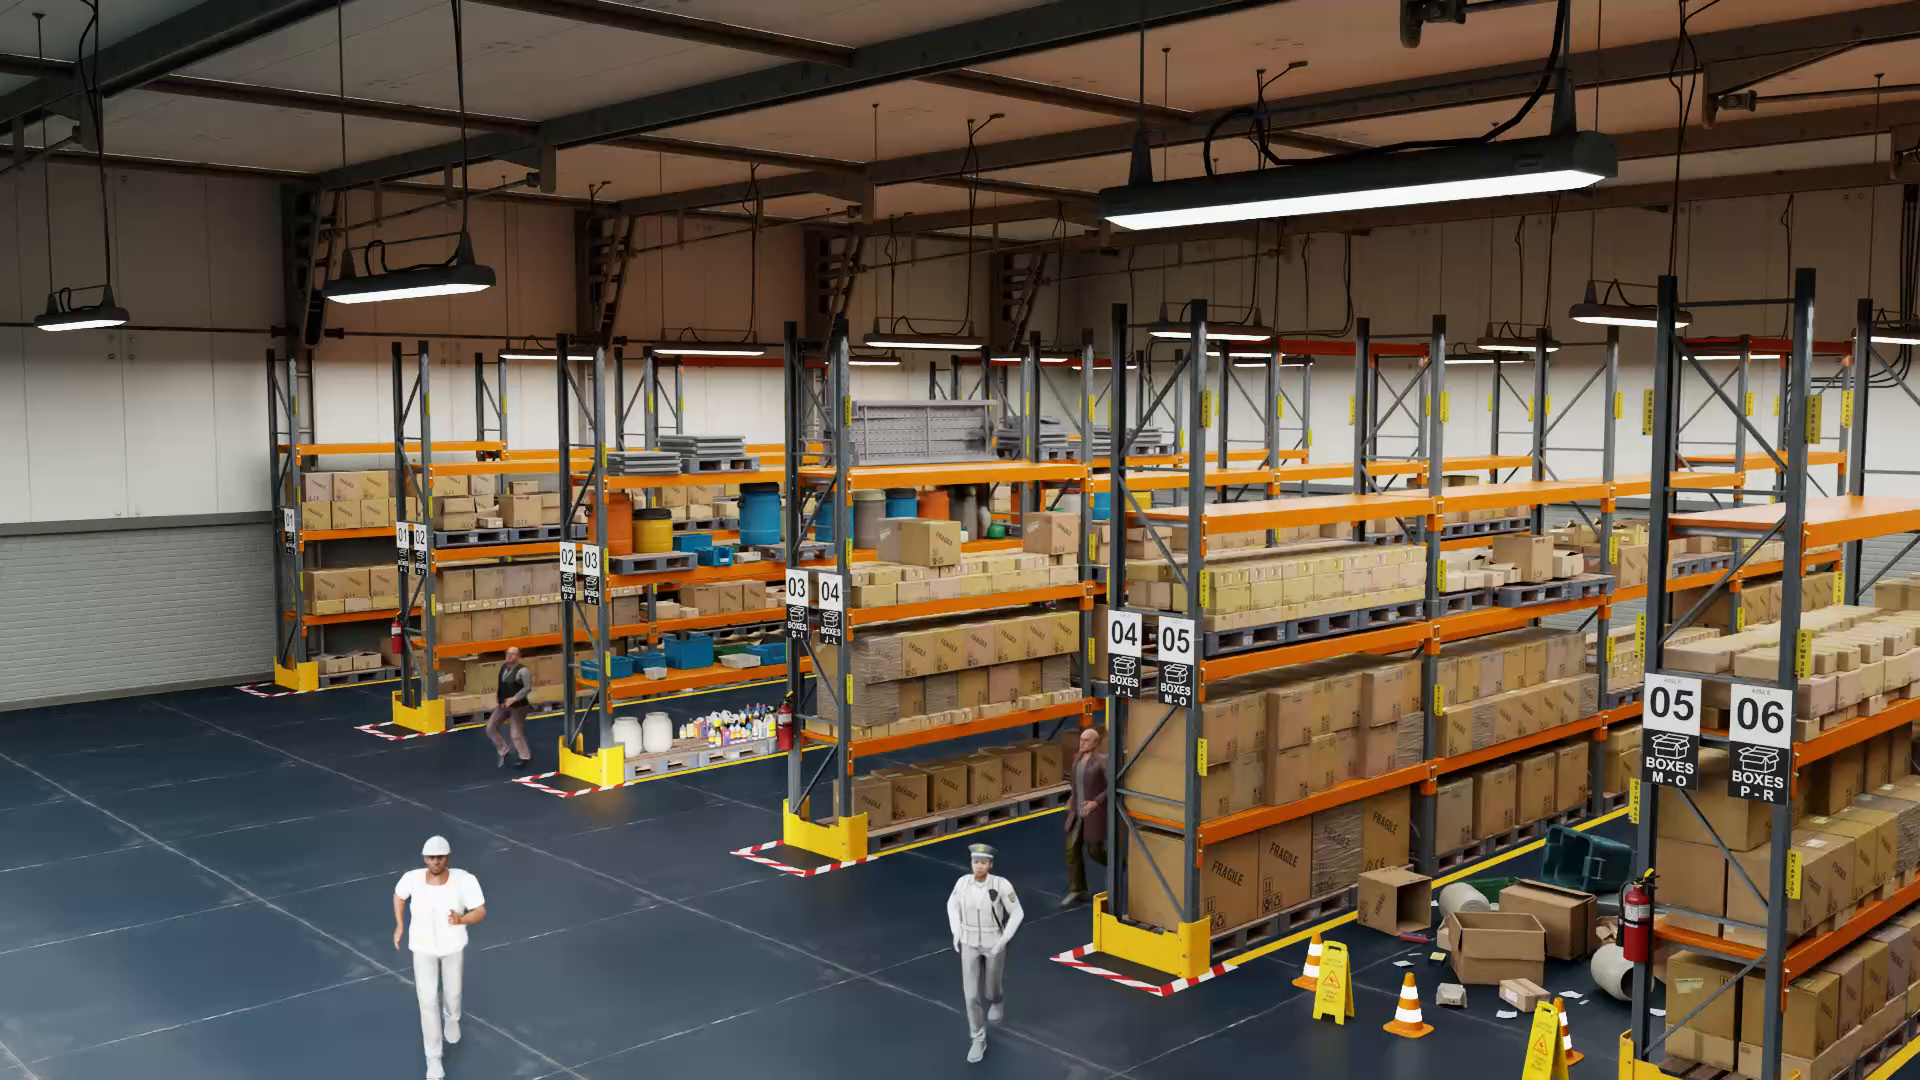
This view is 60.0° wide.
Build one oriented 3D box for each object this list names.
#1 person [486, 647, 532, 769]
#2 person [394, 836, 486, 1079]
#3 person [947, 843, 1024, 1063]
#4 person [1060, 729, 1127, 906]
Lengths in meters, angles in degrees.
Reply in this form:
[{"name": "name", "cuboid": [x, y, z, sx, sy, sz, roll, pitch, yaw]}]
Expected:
[{"name": "person", "cuboid": [-6.230, 2.325, 23.052, 0.671, 1.707, 0.655, 3, 6, 28]}, {"name": "person", "cuboid": [-4.005, 3.145, 12.818, 0.689, 1.775, 0.964, -1, 5, -16]}, {"name": "person", "cuboid": [0.192, 3.203, 13.191, 0.637, 1.681, 0.725, 1, 5, 10]}, {"name": "person", "cuboid": [1.379, 2.823, 17.125, 0.723, 1.793, 0.913, 5, 7, 43]}]
